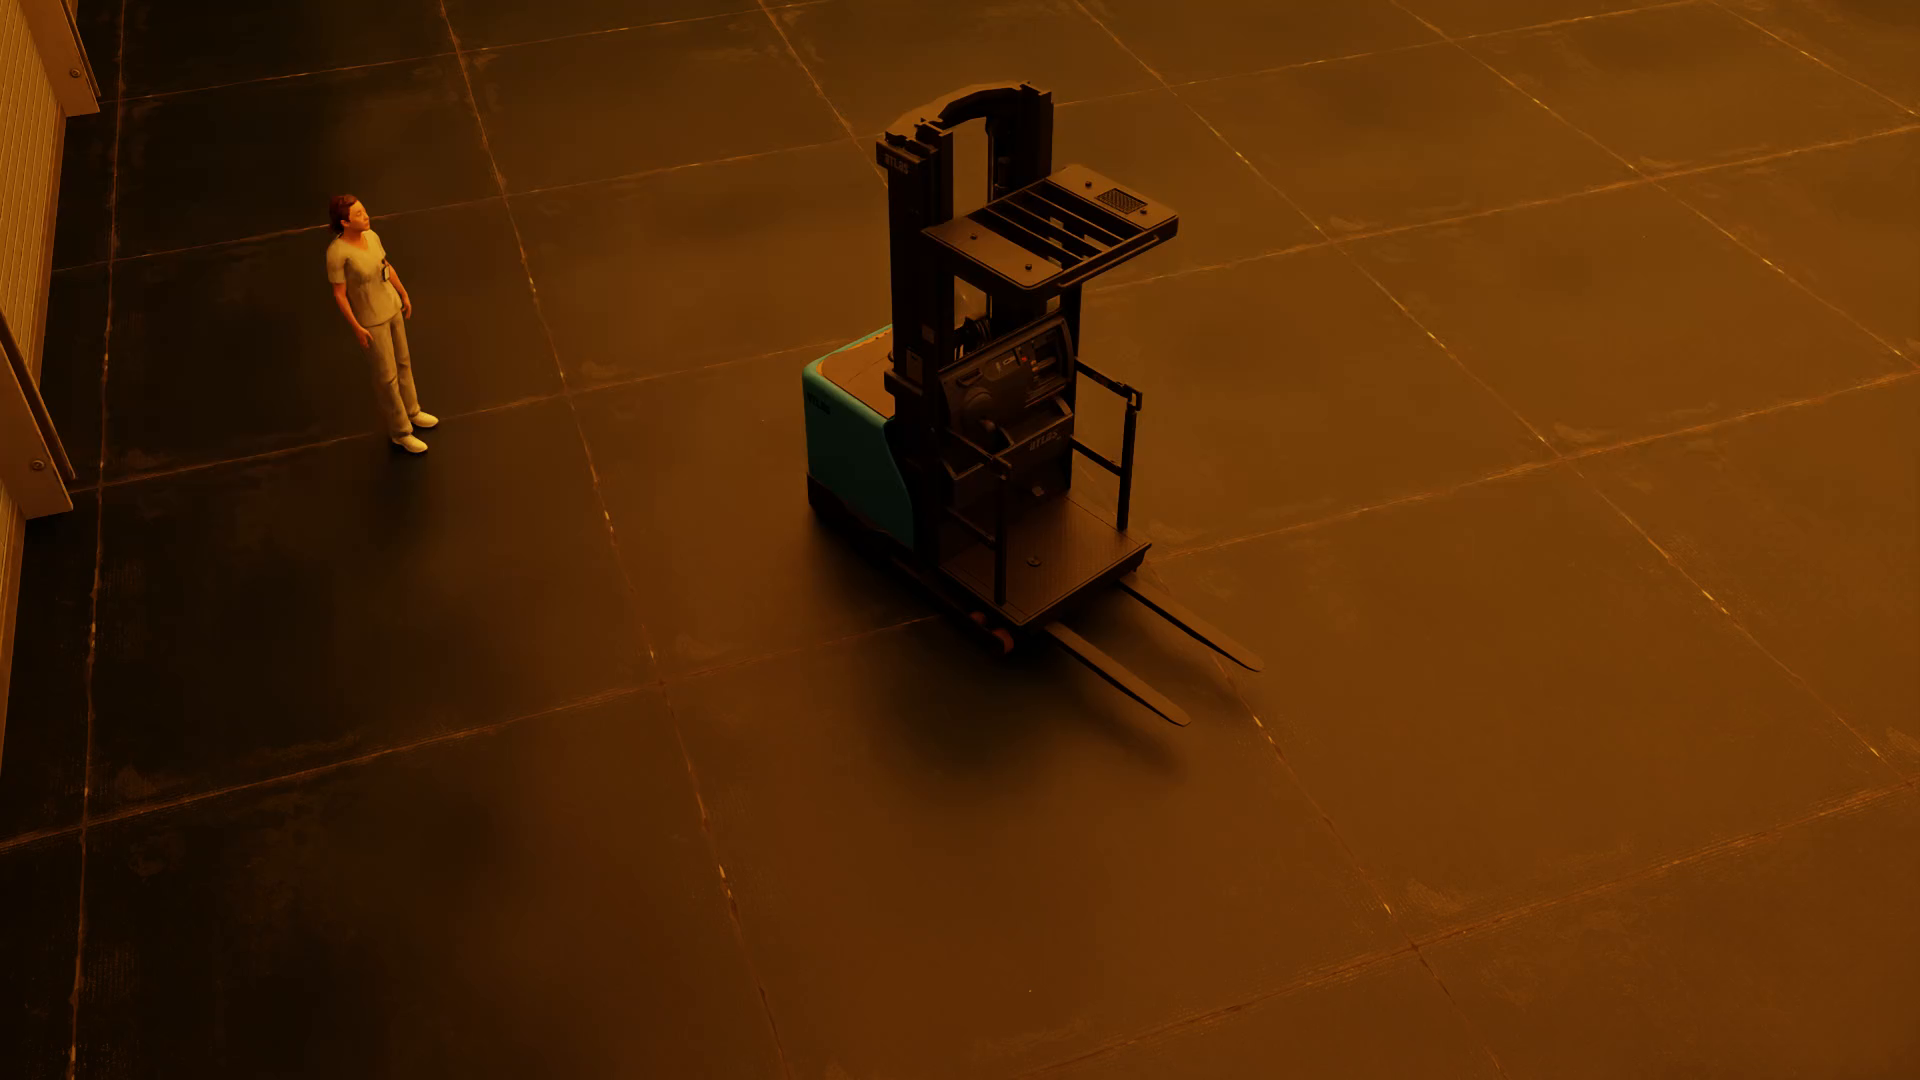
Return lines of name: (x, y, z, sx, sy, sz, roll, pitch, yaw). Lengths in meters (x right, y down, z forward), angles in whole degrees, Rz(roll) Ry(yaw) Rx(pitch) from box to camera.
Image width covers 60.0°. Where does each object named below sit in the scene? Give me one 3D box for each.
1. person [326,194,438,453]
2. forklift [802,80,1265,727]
person: (-3.678, -1.415, 10.648, 0.545, 1.675, 0.550, 13, 42, 15)
forklift: (0.409, -0.833, 8.988, 1.130, 2.935, 3.031, -30, 49, -31)
